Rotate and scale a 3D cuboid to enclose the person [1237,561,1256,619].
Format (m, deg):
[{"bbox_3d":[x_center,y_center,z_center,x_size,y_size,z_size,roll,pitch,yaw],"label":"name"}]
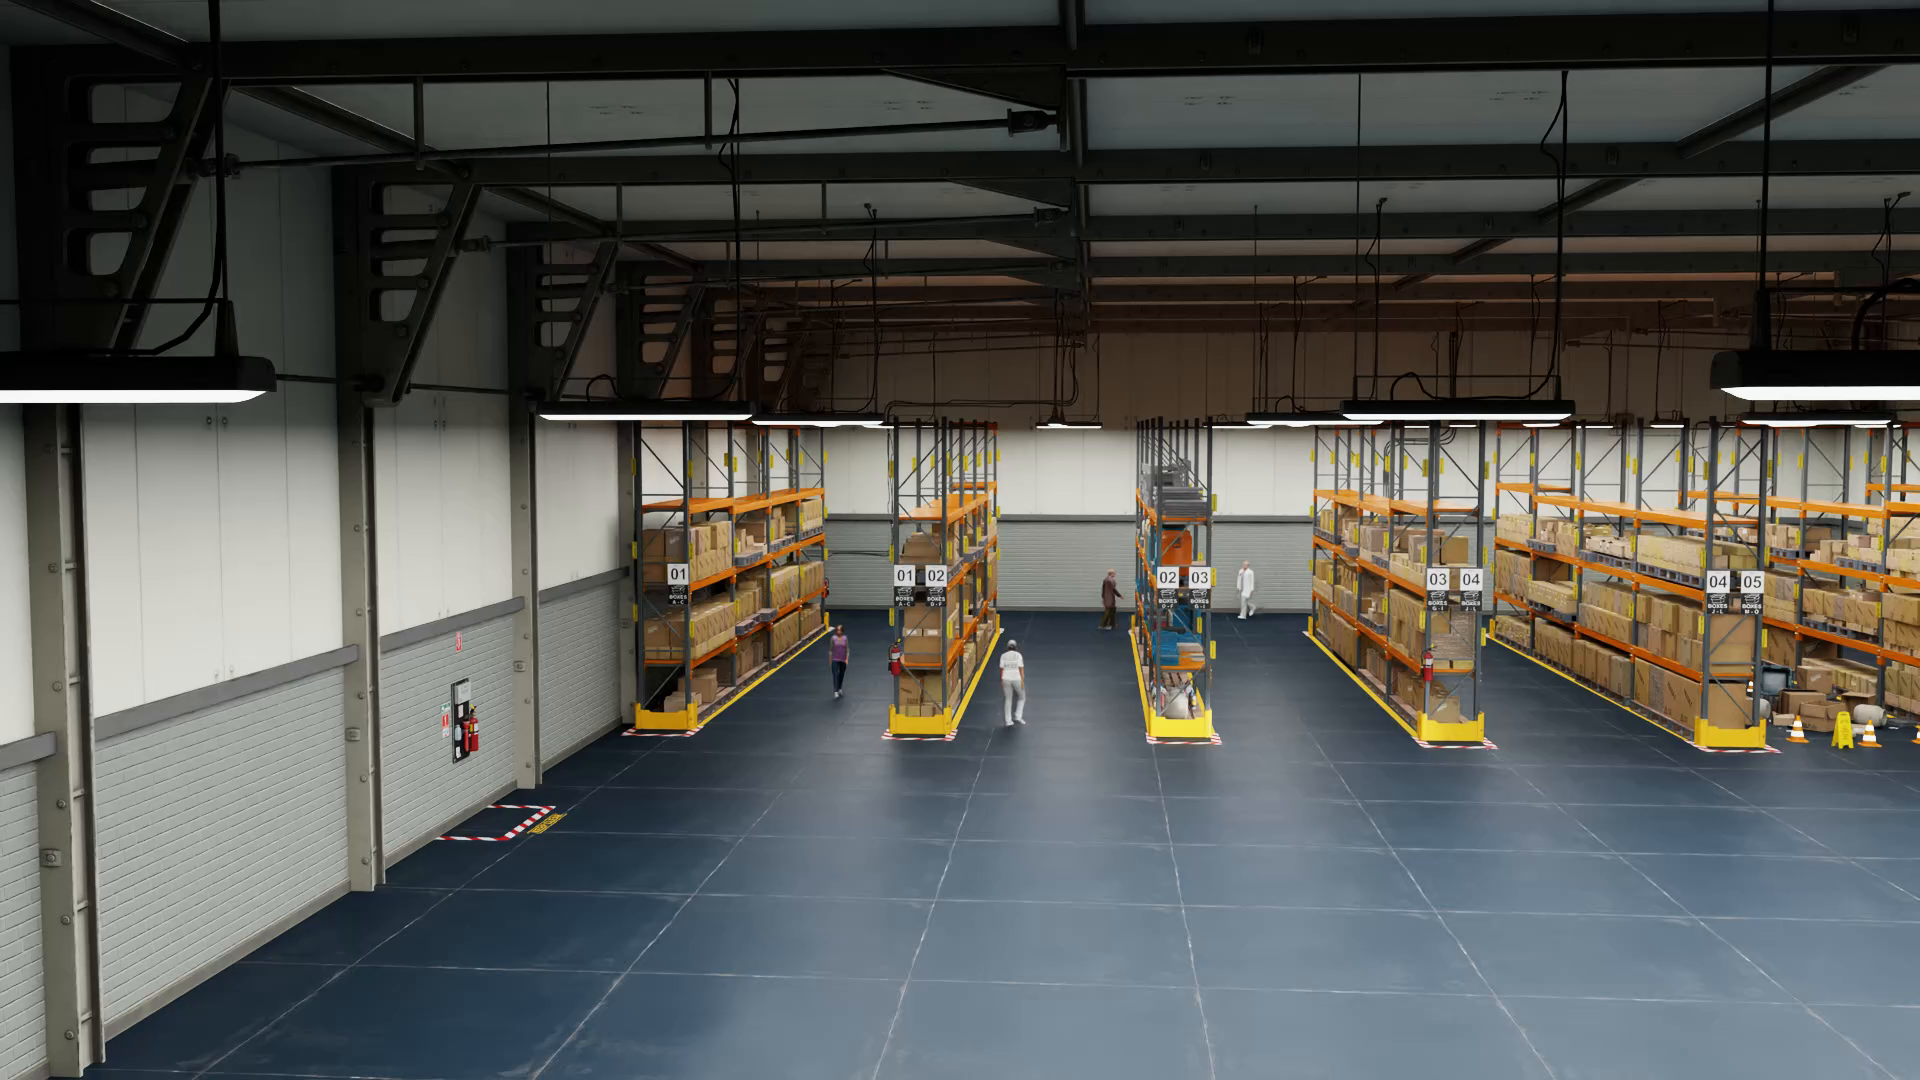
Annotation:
[{"bbox_3d":[8.754,1.564,50.790,0.880,1.654,0.592,-3,5,-34],"label":"person"}]

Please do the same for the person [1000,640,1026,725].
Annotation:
[{"bbox_3d":[1.014,2.784,32.414,0.514,1.674,0.517,1,4,17],"label":"person"}]

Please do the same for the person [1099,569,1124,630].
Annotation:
[{"bbox_3d":[4.325,1.704,48.045,0.767,1.749,0.656,-1,4,-16],"label":"person"}]

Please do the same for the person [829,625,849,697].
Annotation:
[{"bbox_3d":[-2.586,2.594,35.717,0.437,1.546,0.967,-1,4,-18],"label":"person"}]
